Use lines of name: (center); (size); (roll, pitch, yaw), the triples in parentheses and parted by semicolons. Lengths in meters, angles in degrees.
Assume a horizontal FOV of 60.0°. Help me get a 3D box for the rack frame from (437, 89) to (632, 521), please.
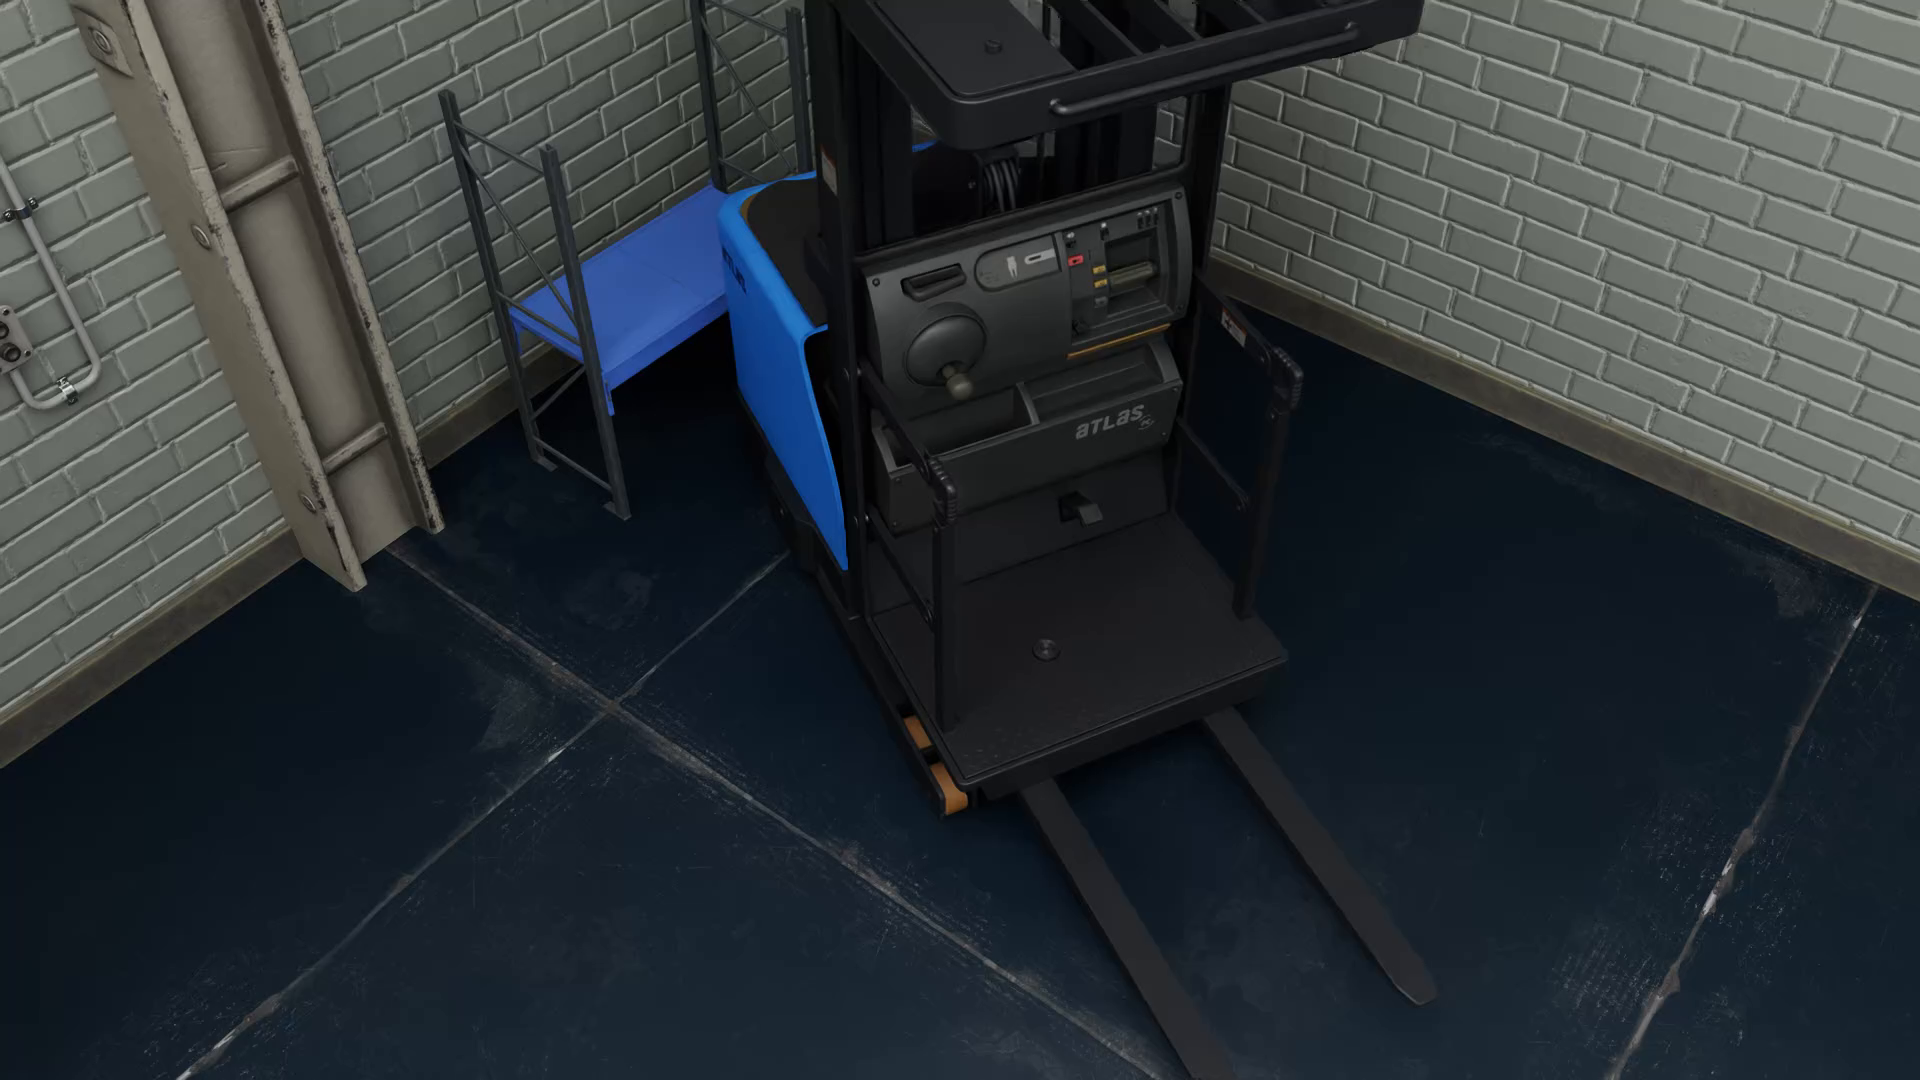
rack frame: (-1.353, -0.707, 5.388); (0.500, 1.500, 0.032); (31, 54, 26)

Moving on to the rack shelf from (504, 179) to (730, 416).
rack shelf: (-1.030, -0.866, 5.789); (0.538, 0.185, 1.000); (31, 54, 26)

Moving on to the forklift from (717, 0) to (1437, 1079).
forklift: (0.290, -0.560, 4.258); (1.130, 2.935, 3.031); (-19, 49, -17)

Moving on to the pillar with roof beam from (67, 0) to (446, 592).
pillar with roof beam: (1.375, -1.209, 0.682); (9.100, 9.000, 0.400); (29, 53, 25)

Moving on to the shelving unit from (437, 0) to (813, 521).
shelving unit: (-1.030, -0.990, 5.659); (0.538, 1.500, 1.048); (31, 54, 26)

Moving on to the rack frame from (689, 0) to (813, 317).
rack frame: (-0.707, -1.274, 5.930); (0.500, 1.500, 0.032); (31, 54, 26)

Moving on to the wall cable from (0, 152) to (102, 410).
wall cable: (-2.963, -0.615, 3.560); (0.084, 1.984, 1.851); (29, 53, 25)
